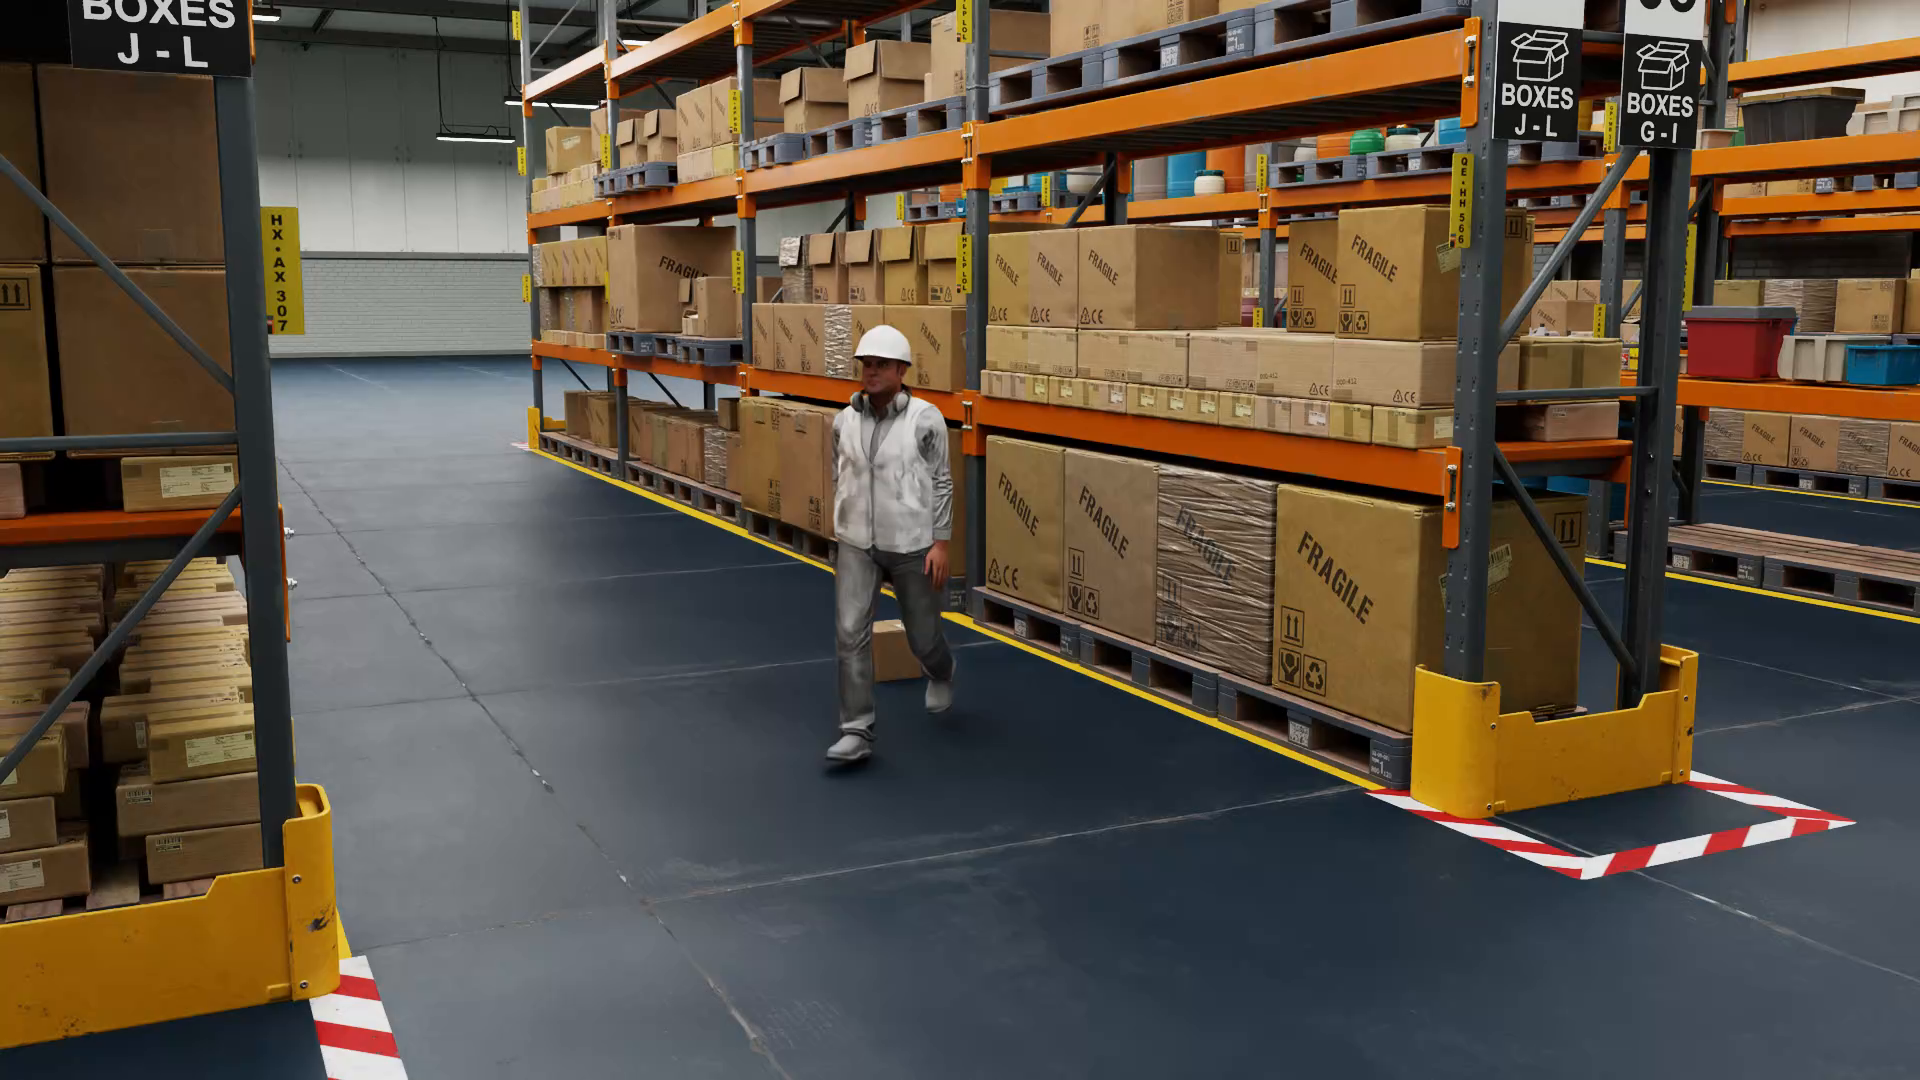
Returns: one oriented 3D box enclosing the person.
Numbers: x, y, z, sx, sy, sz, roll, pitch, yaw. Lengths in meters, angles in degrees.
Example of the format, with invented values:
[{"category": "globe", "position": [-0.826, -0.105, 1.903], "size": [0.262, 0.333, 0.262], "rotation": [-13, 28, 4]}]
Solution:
[{"category": "person", "position": [-0.275, -0.006, 6.842], "size": [0.533, 1.741, 0.980], "rotation": [2, 9, 15]}]
